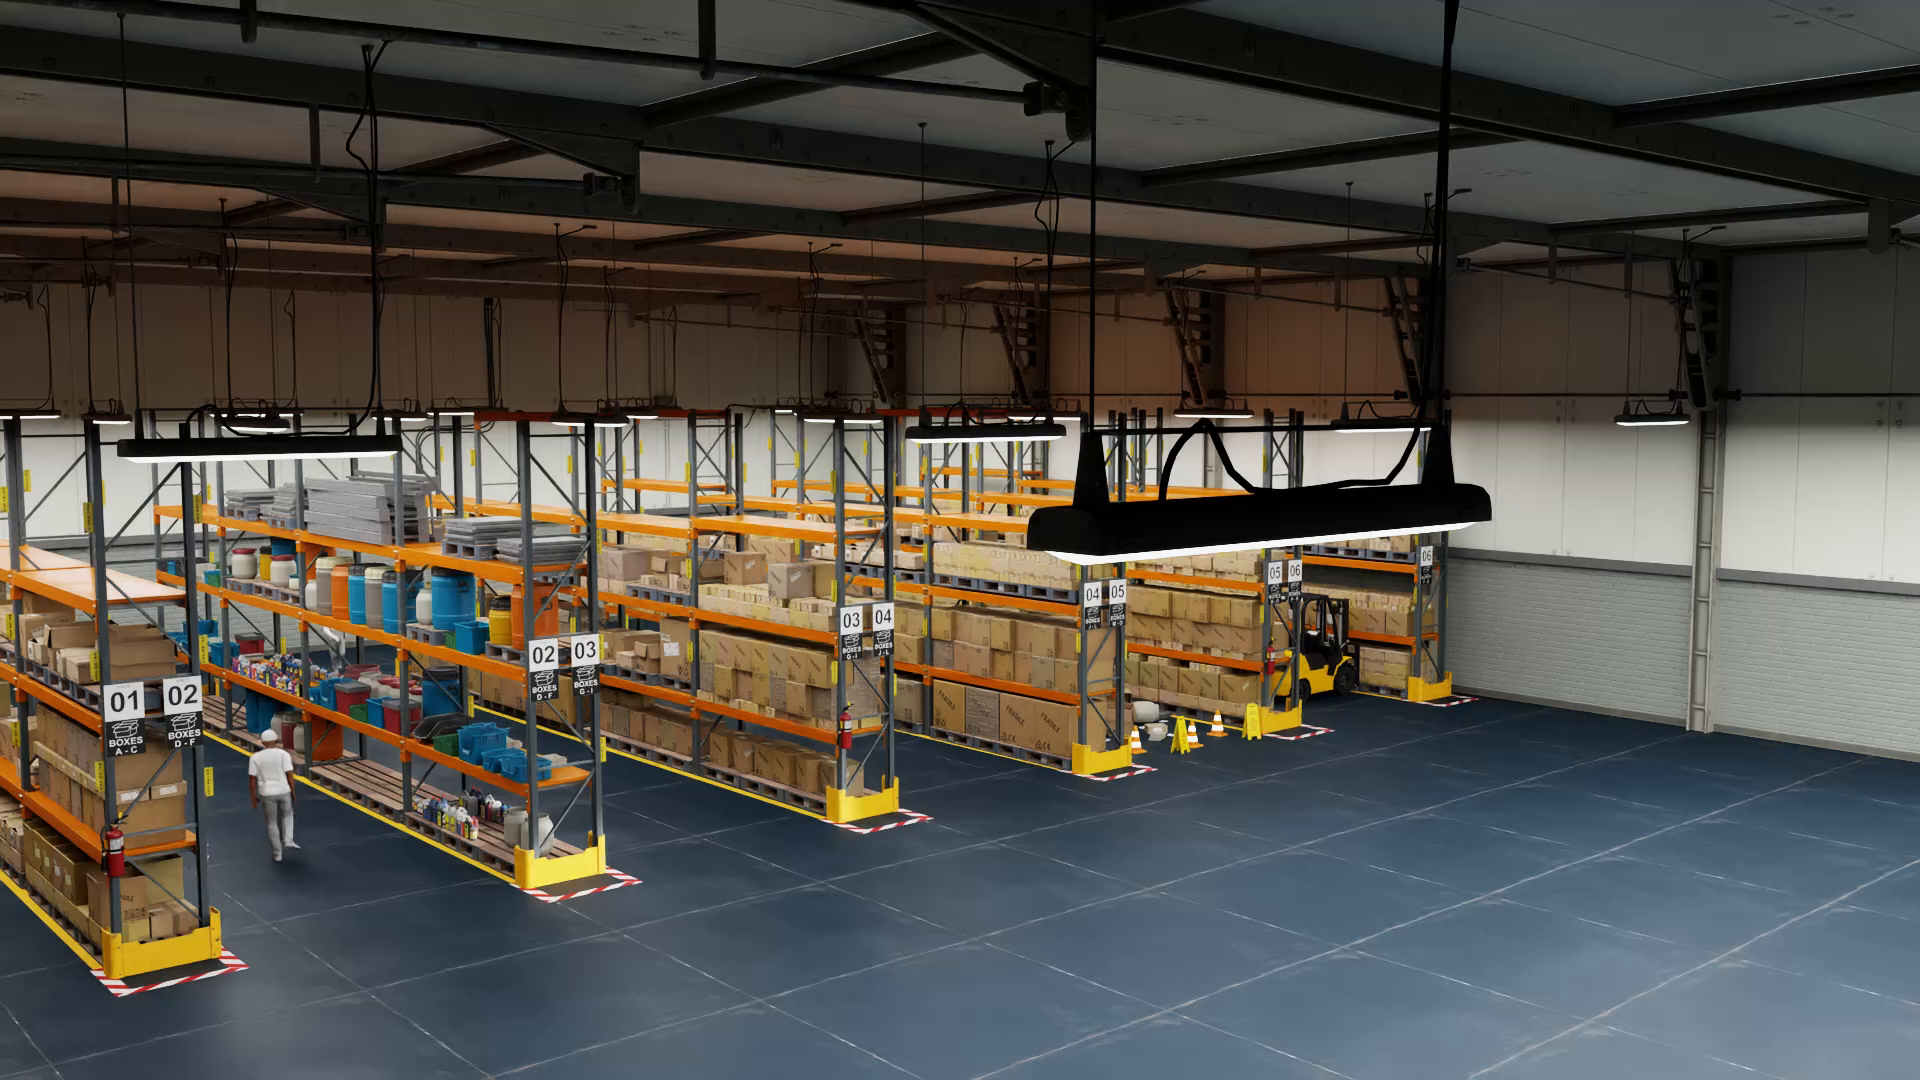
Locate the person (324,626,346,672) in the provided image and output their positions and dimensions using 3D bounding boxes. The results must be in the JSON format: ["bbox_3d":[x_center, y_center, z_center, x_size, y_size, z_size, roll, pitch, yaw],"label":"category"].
[{"bbox_3d":[-14.126,2.232,37.669,0.574,1.599,0.700,-3,6,-28],"label":"person"}]

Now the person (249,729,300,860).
[{"bbox_3d":[-9.341,3.460,22.640,0.600,1.752,0.519,-3,6,-29],"label":"person"}]
